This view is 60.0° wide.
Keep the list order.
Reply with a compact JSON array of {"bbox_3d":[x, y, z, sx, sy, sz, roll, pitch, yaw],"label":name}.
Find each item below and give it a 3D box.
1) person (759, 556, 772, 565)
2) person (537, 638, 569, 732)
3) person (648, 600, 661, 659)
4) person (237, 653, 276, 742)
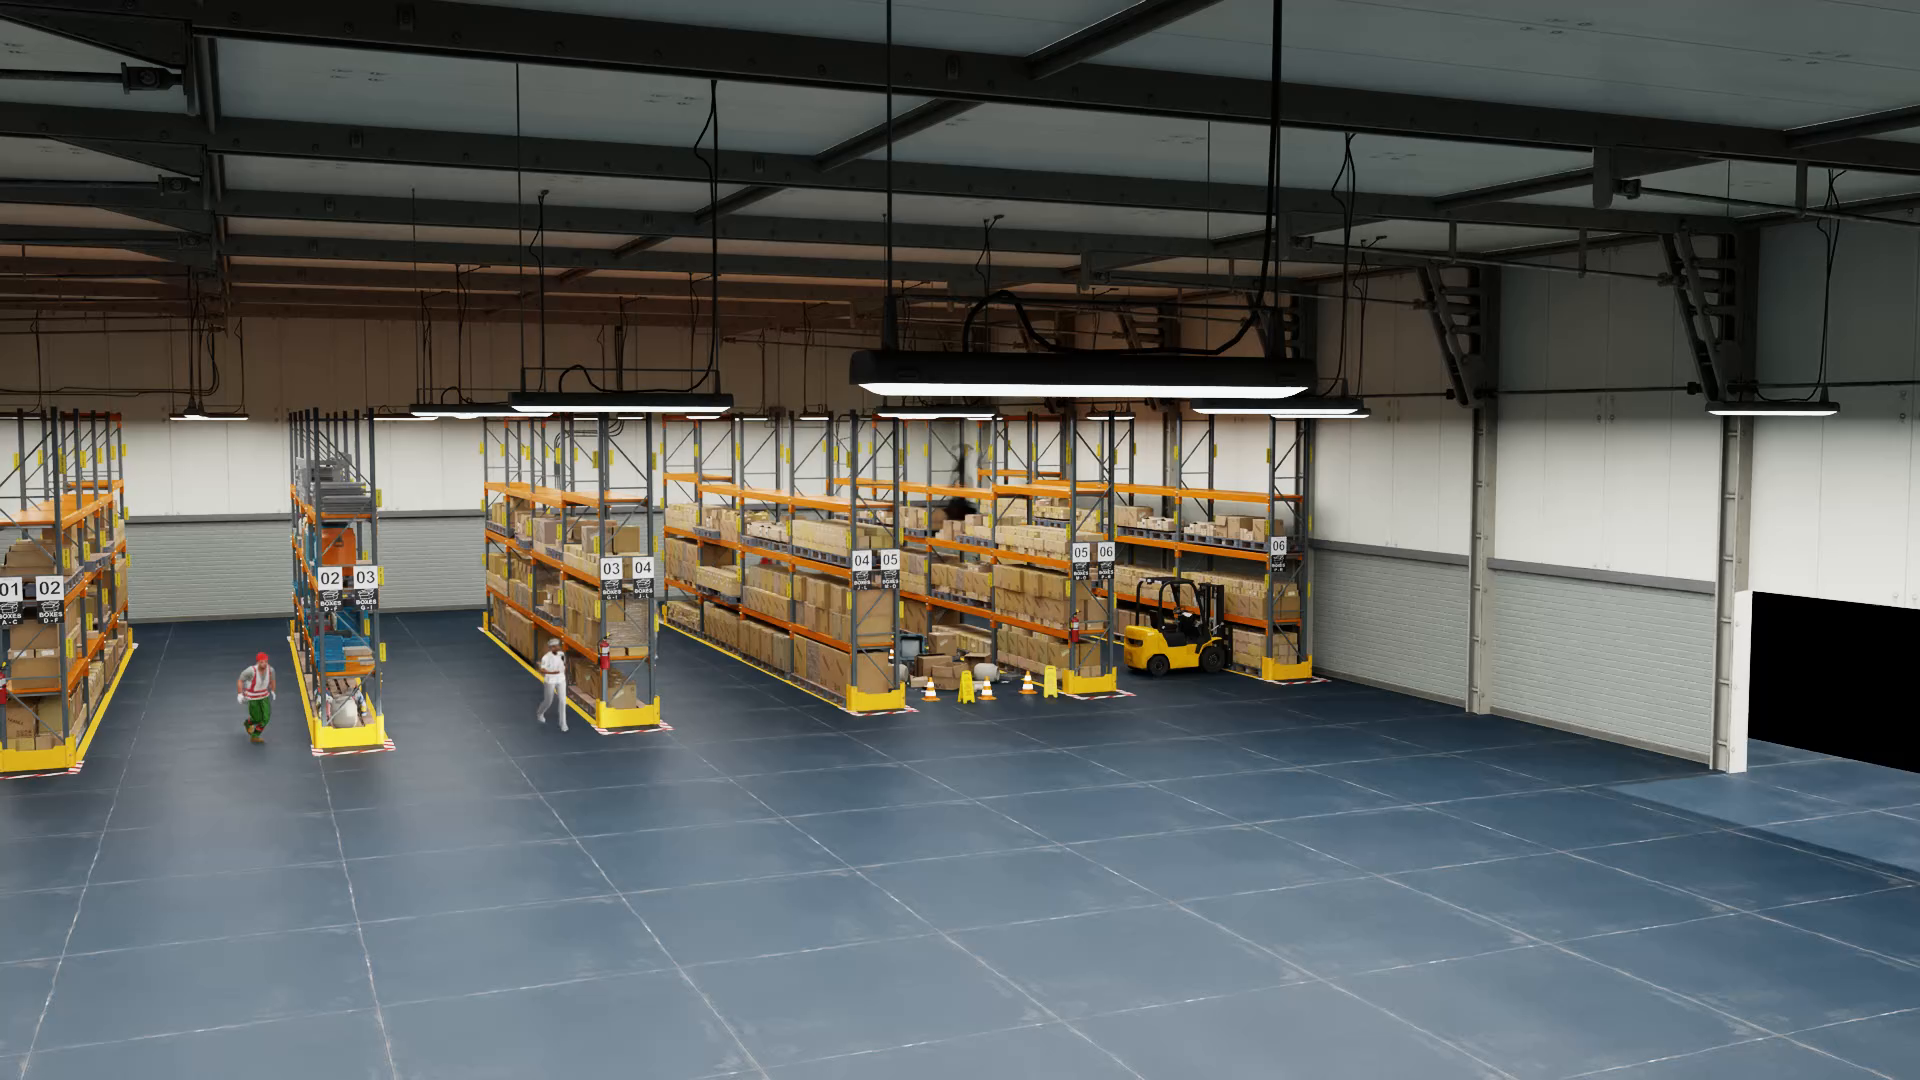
[{"bbox_3d":[-6.084,1.249,51.781,0.633,1.801,0.778,3,5,39],"label":"person"},{"bbox_3d":[-7.620,2.688,31.236,0.586,1.726,0.908,-3,5,-35],"label":"person"},{"bbox_3d":[-7.590,2.047,40.712,0.589,1.670,0.794,-3,5,-36],"label":"person"},{"bbox_3d":[-12.605,2.816,29.796,0.788,1.638,0.662,4,6,44],"label":"person"}]
